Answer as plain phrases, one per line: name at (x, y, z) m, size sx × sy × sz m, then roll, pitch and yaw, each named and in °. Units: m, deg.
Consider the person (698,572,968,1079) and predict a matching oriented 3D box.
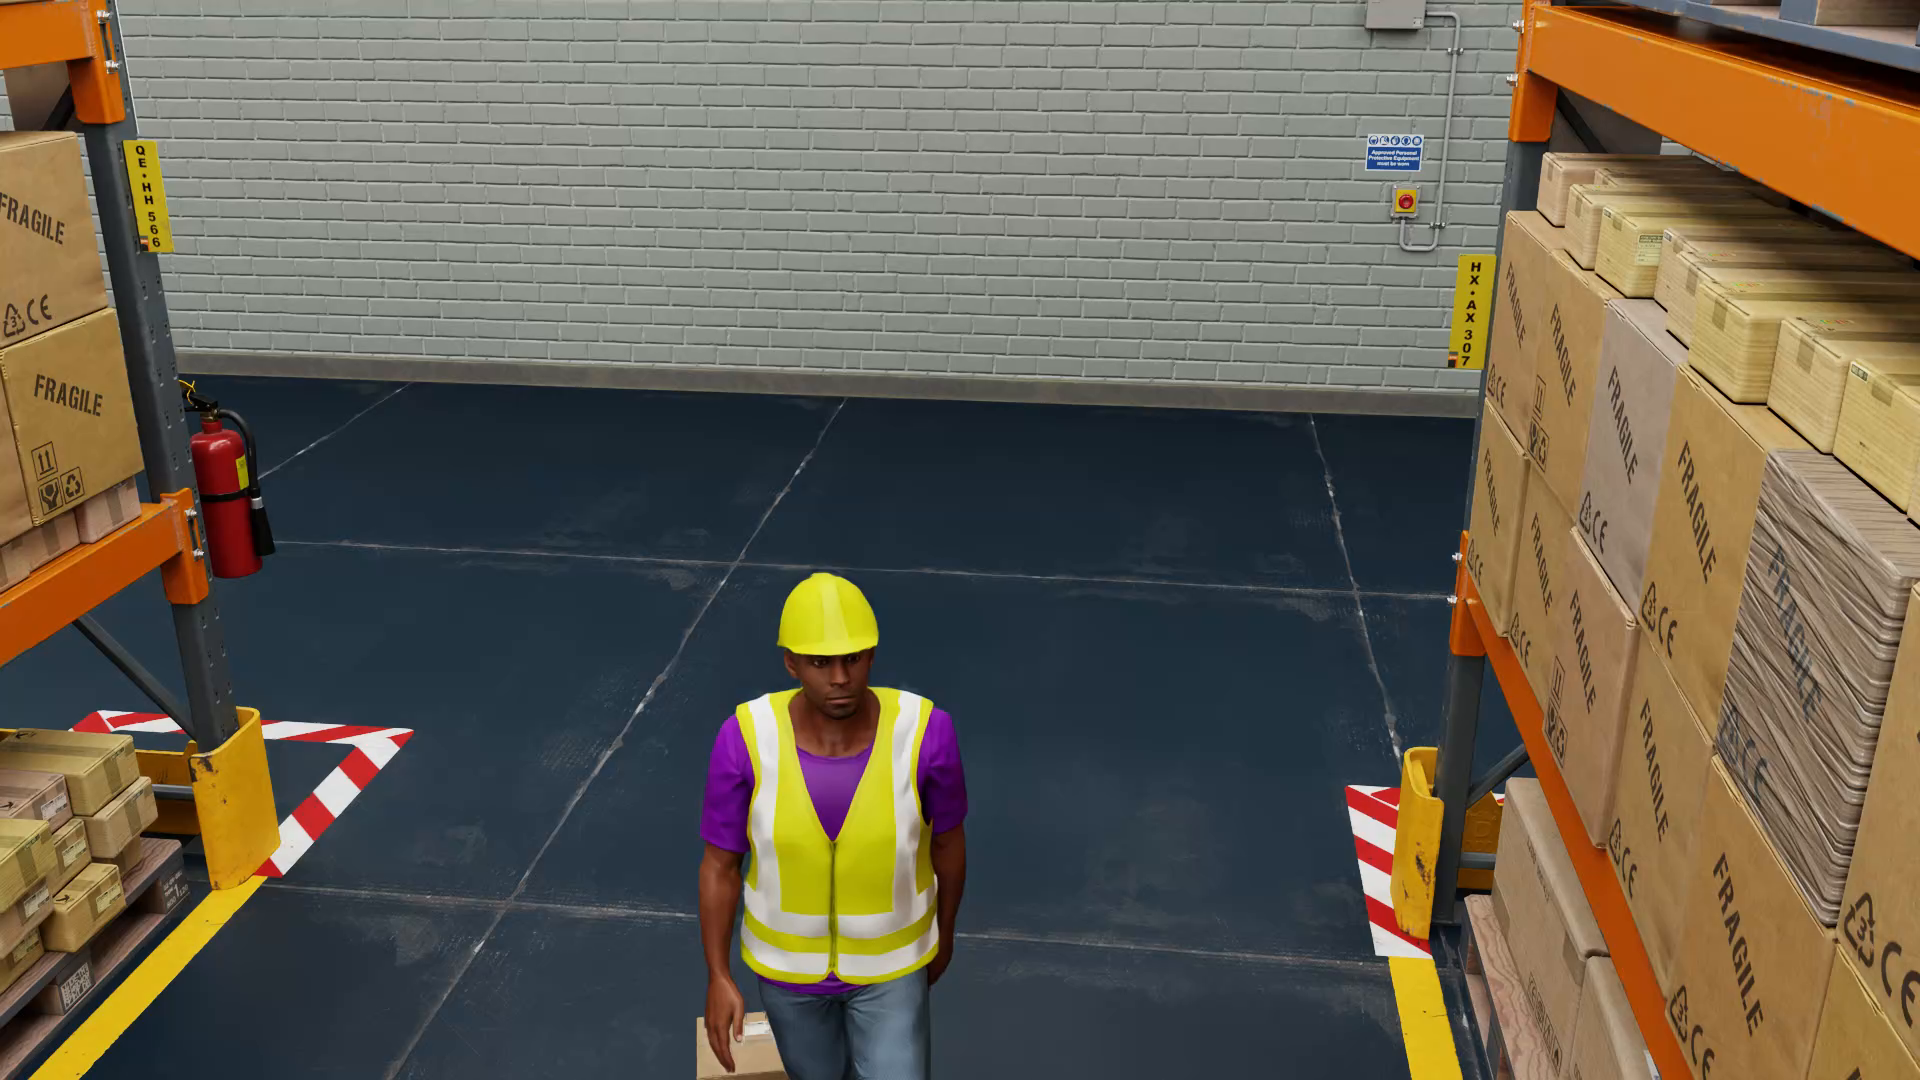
person at (-0.271, 0.959, 3.603) m, size 0.570 × 1.823 × 0.691 m, roll 0°, pitch 21°, yaw 1°
